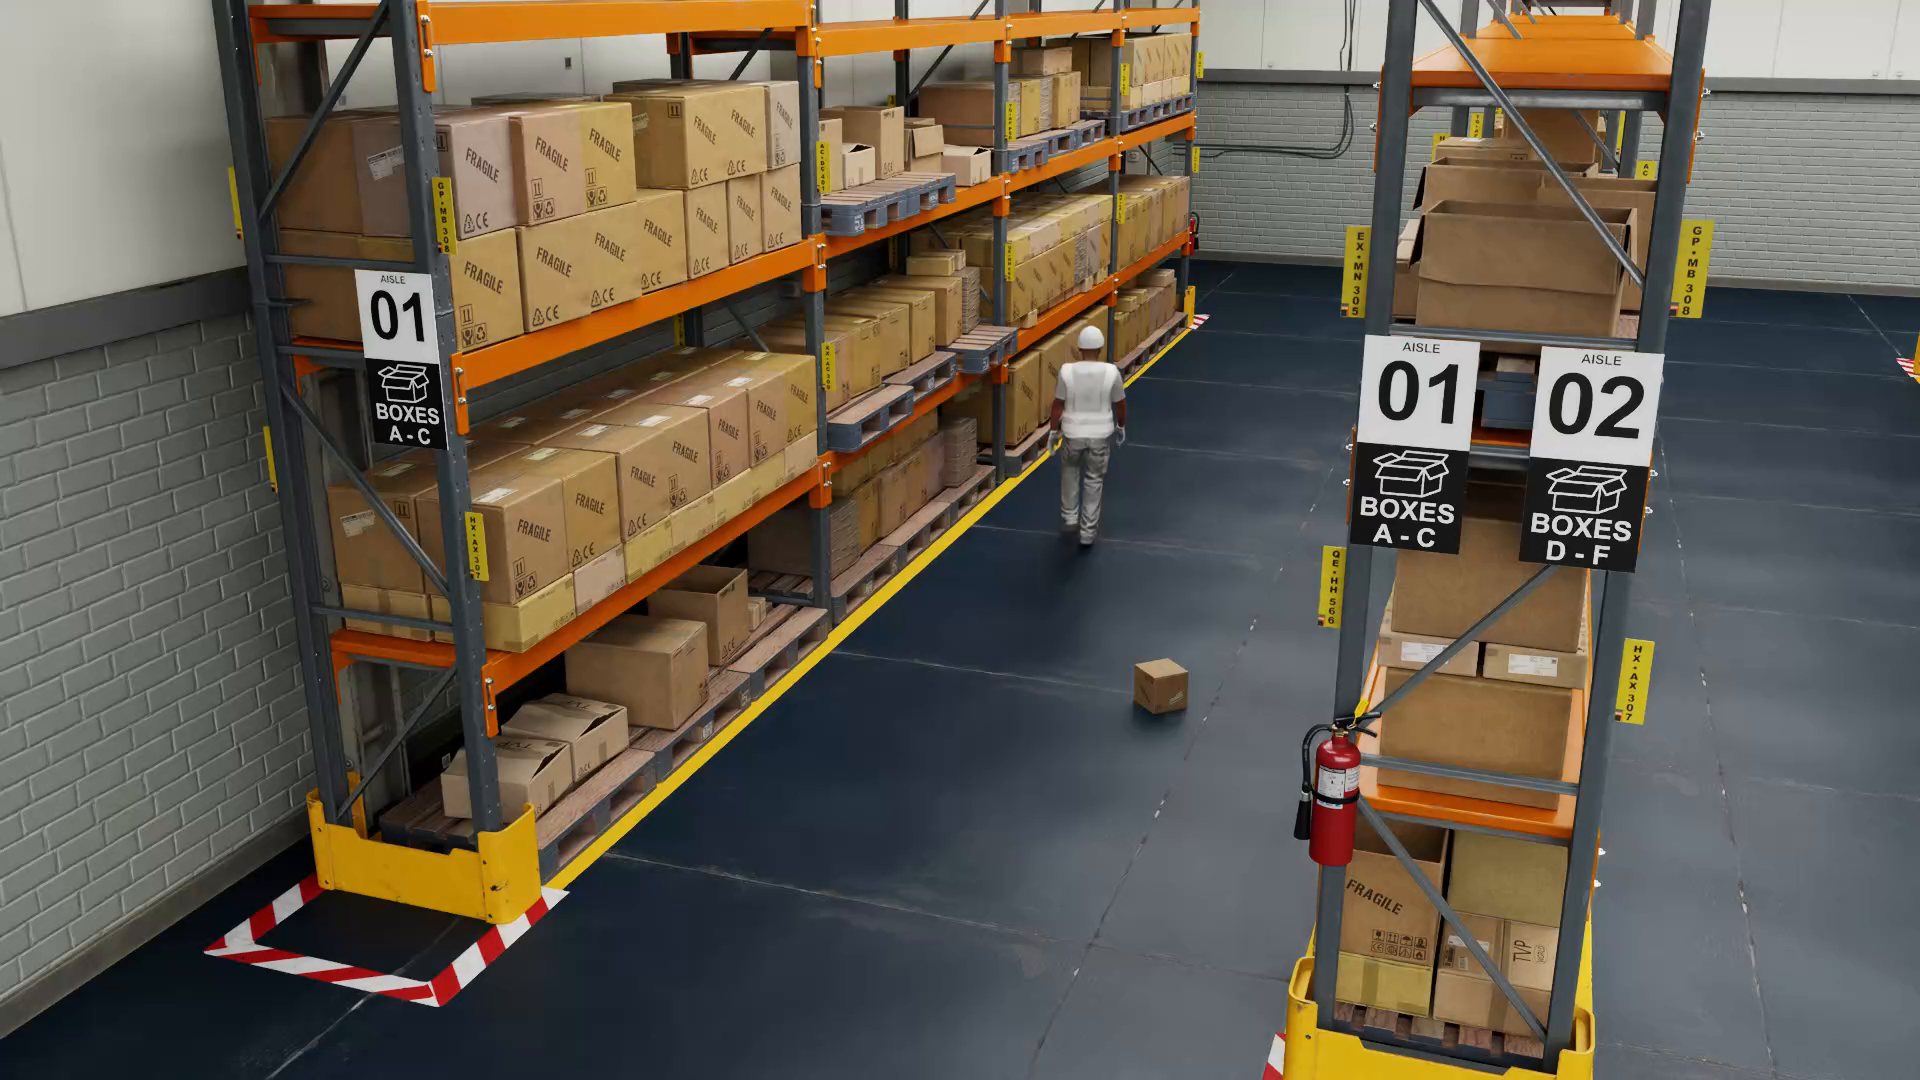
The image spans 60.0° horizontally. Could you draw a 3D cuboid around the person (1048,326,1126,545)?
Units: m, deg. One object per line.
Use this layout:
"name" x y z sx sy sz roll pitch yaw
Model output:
"person" 1.041 -0.857 13.607 0.622 1.826 0.573 3 19 7
